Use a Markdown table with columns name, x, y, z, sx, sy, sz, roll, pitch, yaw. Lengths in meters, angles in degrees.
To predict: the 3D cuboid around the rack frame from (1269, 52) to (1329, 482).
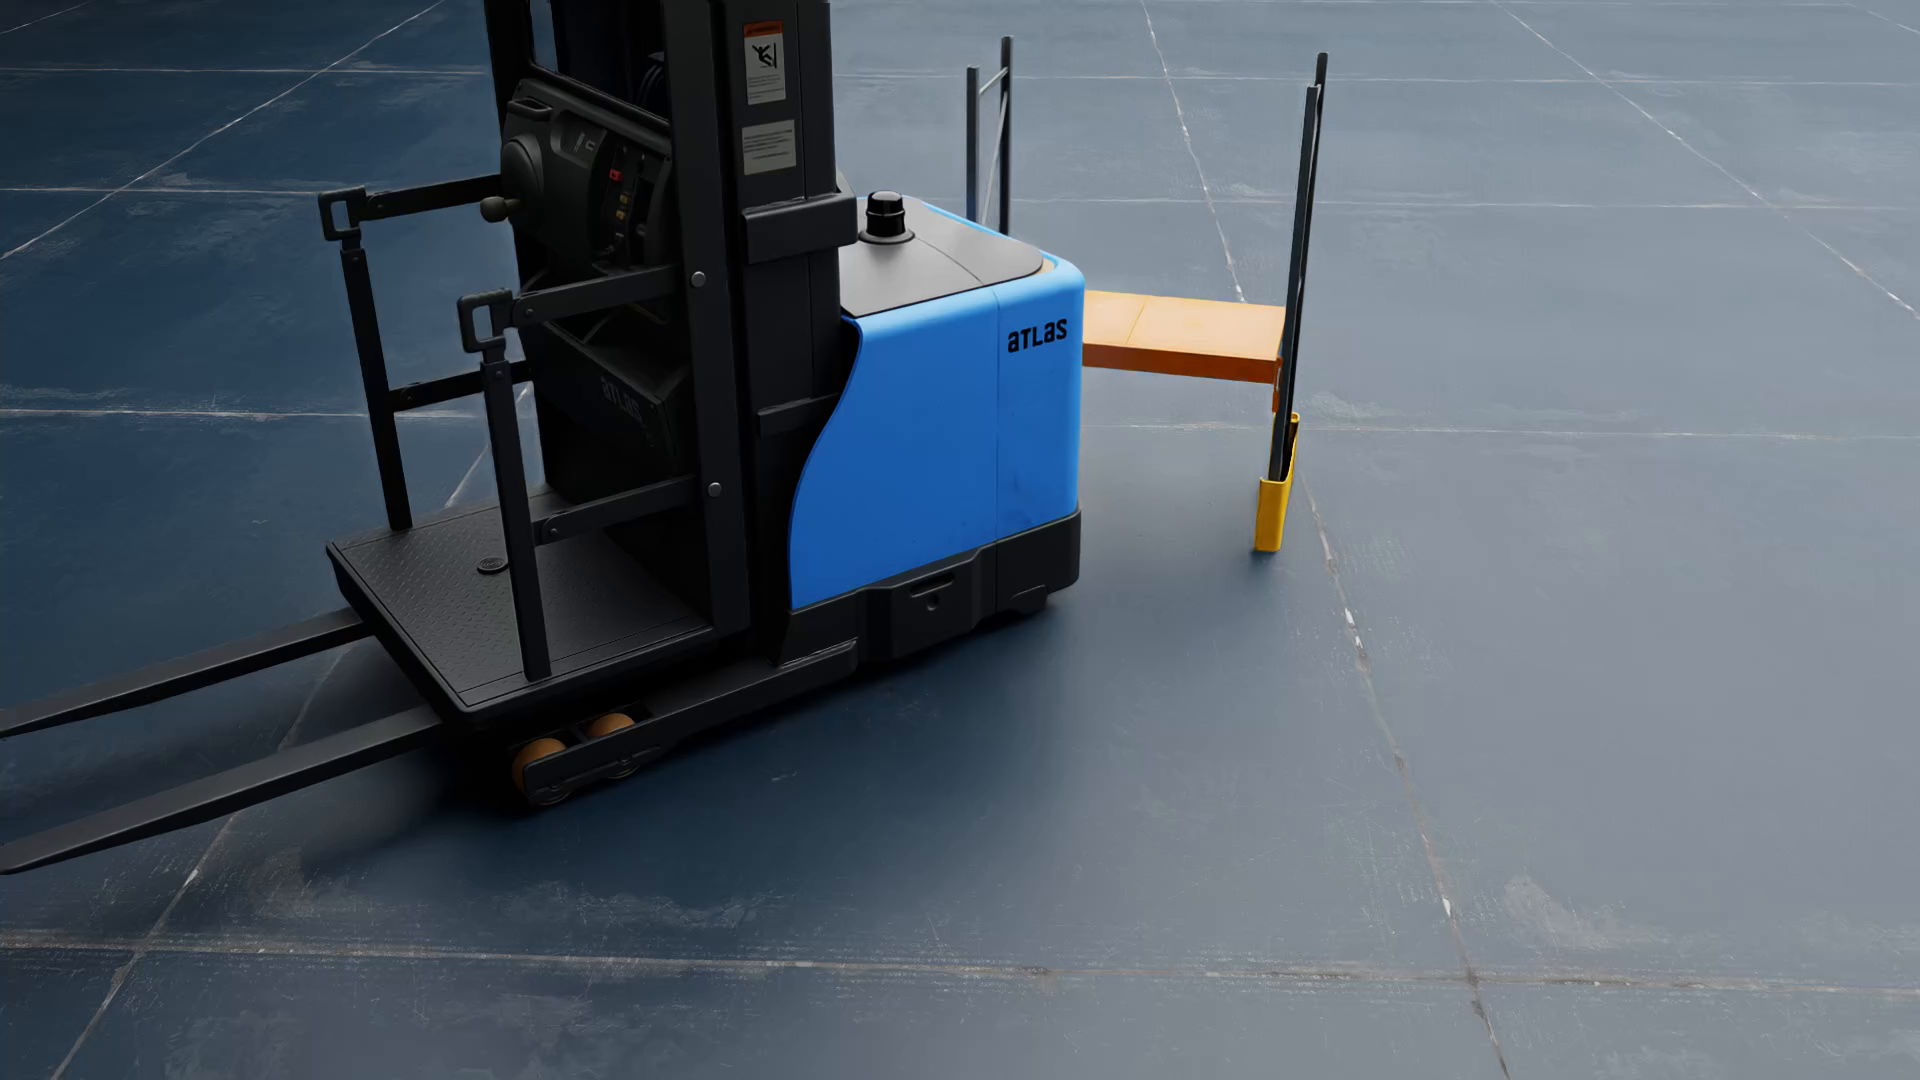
| name | x | y | z | sx | sy | sz | roll | pitch | yaw |
| --- | --- | --- | --- | --- | --- | --- | --- | --- | --- |
| rack frame | 1.082 | -0.761 | 5.371 | 0.032 | 1.500 | 0.500 | 7 | 29 | 13 |

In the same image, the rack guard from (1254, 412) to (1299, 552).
| name | x | y | z | sx | sy | sz | roll | pitch | yaw |
| --- | --- | --- | --- | --- | --- | --- | --- | --- | --- |
| rack guard | 1.081 | -0.208 | 5.664 | 0.087 | 0.250 | 0.587 | 7 | 29 | 13 |

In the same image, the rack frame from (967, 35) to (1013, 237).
| name | x | y | z | sx | sy | sz | roll | pitch | yaw |
| --- | --- | --- | --- | --- | --- | --- | --- | --- | --- |
| rack frame | 0.098 | -0.880 | 5.597 | 0.032 | 1.500 | 0.500 | 7 | 29 | 13 |

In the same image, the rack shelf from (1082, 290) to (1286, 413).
| name | x | y | z | sx | sy | sz | roll | pitch | yaw |
| --- | --- | --- | --- | --- | --- | --- | --- | --- | --- |
| rack shelf | 0.590 | -0.661 | 5.568 | 1.000 | 0.185 | 0.538 | 7 | 29 | 13 |

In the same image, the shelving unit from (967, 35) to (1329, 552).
| name | x | y | z | sx | sy | sz | roll | pitch | yaw |
| --- | --- | --- | --- | --- | --- | --- | --- | --- | --- |
| shelving unit | 0.599 | -0.819 | 5.482 | 1.083 | 1.500 | 0.587 | 7 | 29 | 13 |

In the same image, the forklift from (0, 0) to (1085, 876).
| name | x | y | z | sx | sy | sz | roll | pitch | yaw |
| --- | --- | --- | --- | --- | --- | --- | --- | --- | --- |
| forklift | -1.122 | -0.898 | 4.103 | 3.031 | 2.935 | 1.130 | -19 | 33 | -31 |
